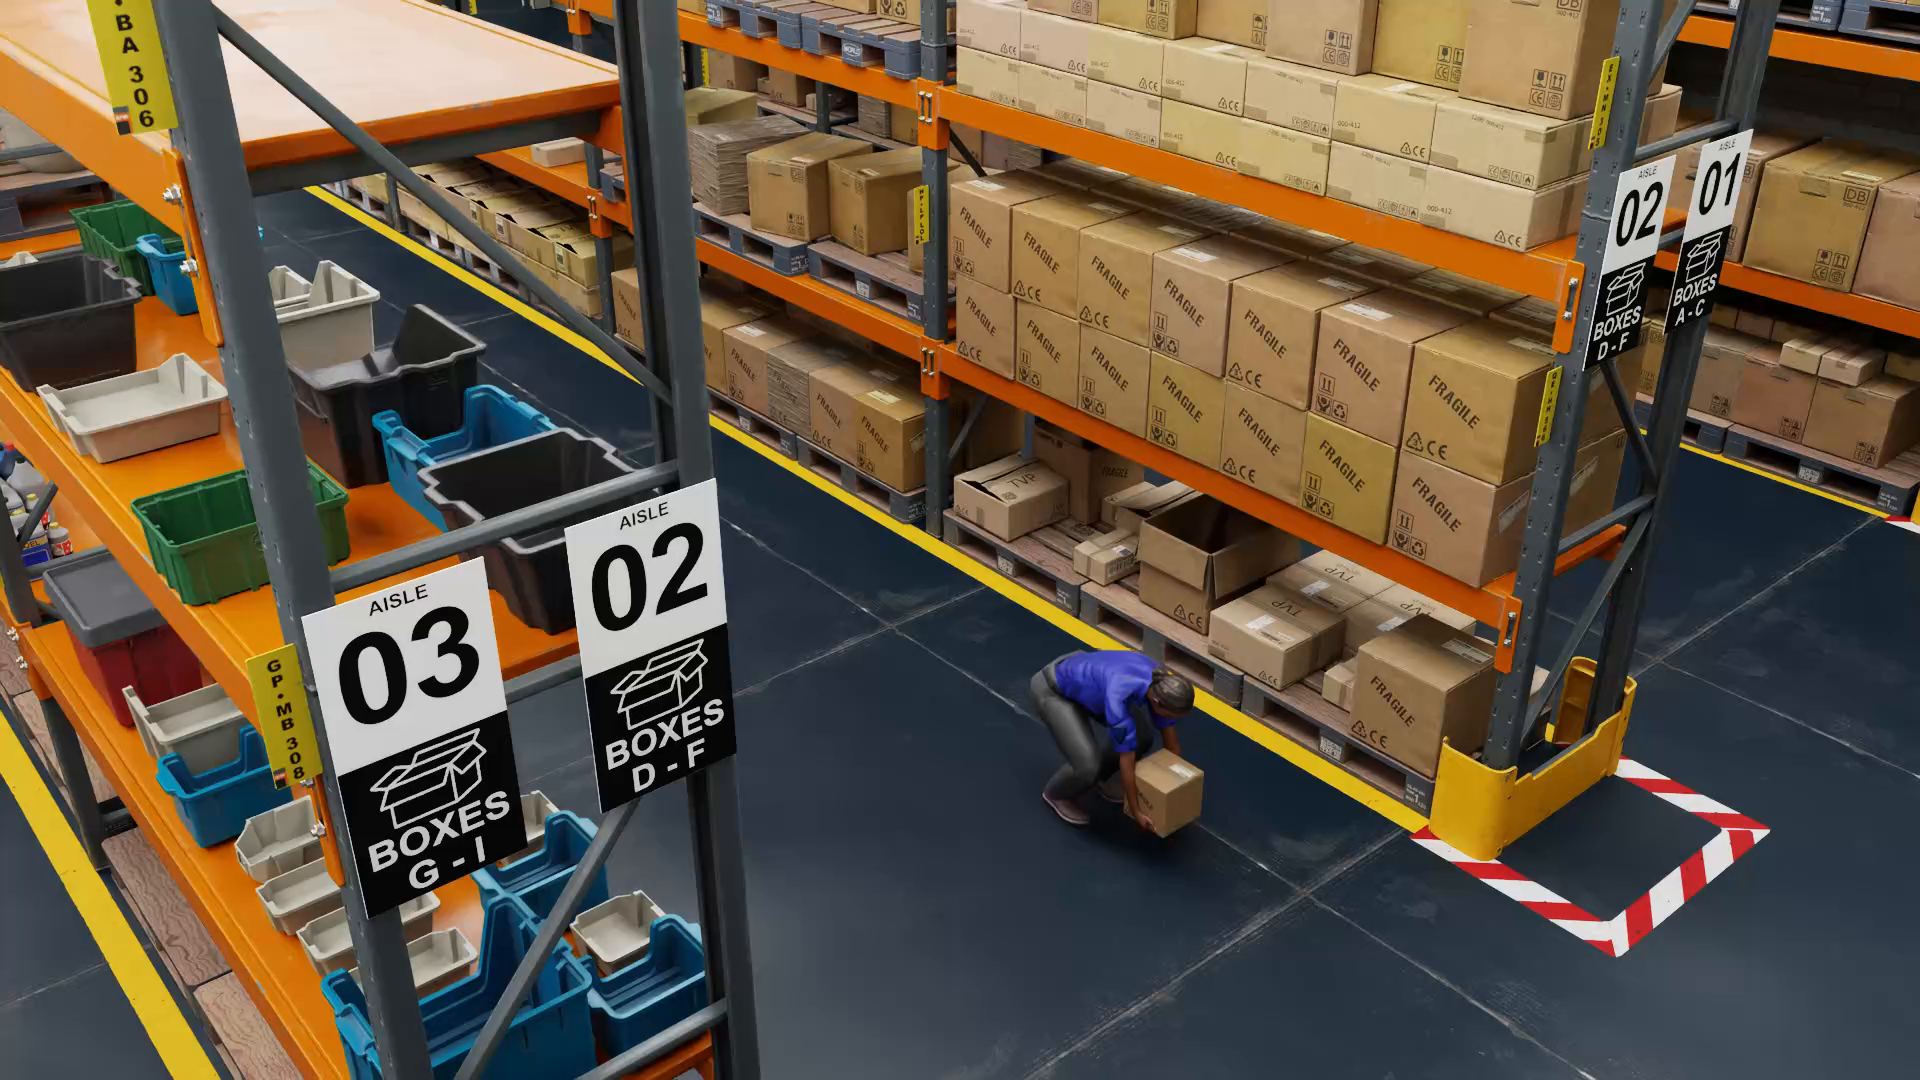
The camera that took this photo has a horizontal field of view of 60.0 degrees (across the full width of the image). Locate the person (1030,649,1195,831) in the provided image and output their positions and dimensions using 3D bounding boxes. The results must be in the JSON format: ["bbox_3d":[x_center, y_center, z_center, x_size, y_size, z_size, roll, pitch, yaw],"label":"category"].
[{"bbox_3d":[0.711,0.903,7.711,0.472,0.946,0.860,-24,36,-37],"label":"person"}]
